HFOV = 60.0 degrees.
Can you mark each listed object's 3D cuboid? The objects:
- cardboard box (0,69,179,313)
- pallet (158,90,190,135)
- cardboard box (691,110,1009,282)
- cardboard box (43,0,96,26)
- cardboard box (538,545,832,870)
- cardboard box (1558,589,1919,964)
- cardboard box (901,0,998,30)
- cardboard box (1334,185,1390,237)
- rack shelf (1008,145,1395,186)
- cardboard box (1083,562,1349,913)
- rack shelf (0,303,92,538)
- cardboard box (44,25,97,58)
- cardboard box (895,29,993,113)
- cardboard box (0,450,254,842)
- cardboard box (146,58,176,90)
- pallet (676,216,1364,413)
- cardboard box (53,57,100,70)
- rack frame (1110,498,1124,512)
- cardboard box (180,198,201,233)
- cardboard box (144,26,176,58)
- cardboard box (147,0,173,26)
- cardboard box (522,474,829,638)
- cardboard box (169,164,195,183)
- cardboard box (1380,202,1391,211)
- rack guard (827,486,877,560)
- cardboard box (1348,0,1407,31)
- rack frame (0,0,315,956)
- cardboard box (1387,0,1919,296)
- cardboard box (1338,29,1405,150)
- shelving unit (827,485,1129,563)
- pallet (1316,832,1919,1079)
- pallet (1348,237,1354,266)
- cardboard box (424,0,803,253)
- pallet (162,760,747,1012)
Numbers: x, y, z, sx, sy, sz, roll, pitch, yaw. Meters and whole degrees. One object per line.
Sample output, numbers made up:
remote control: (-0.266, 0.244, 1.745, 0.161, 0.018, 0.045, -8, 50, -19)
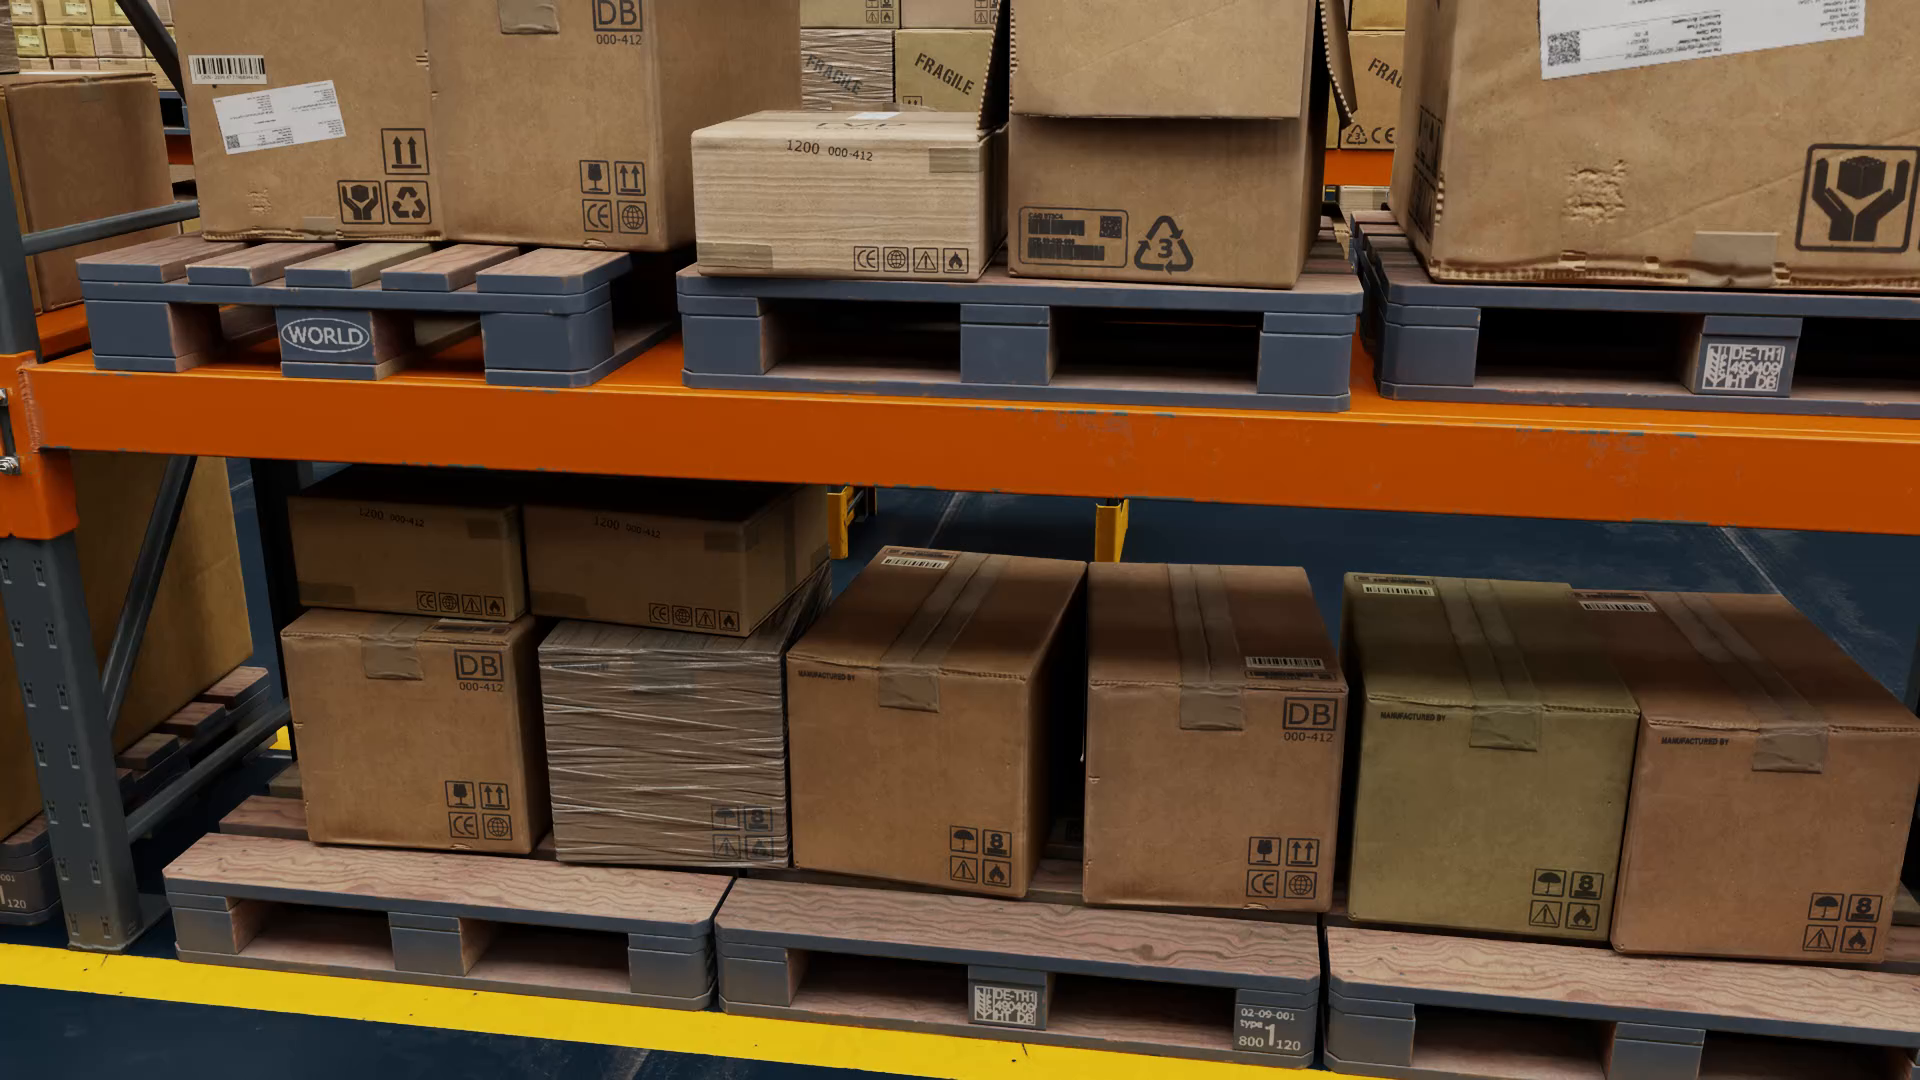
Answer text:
cardboard box: (-2.239, -0.837, 3.921, 0.500, 0.500, 0.500, 3, 19, 10)
pallet: (-4.134, -2.255, 8.619, 1.213, 0.211, 1.003, 3, 19, 9)
cardboard box: (-0.184, -0.652, 3.099, 0.500, 0.250, 0.500, 2, 19, 7)
cardboard box: (-4.273, -2.617, 8.192, 0.250, 0.149, 0.380, 3, 19, 10)
cardboard box: (-0.588, 0.348, 3.782, 0.500, 0.500, 0.700, 1, 19, 4)
cardboard box: (1.544, 0.460, 3.447, 0.500, 0.500, 0.700, 1, 19, 4)
cardboard box: (0.026, -2.700, 7.912, 0.500, 0.500, 0.700, 3, 19, 8)
cardboard box: (3.201, -2.562, 12.713, 0.625, 0.372, 0.950, 3, 19, 9)
rack shelf: (1.059, -1.787, 8.051, 4.000, 0.370, 1.077, 3, 19, 9)
cardboard box: (0.524, 0.402, 3.620, 0.500, 0.500, 0.700, 1, 19, 4)
rack shelf: (-3.777, -0.440, 4.024, 4.000, 0.370, 1.077, 3, 19, 9)
cardboard box: (-4.293, -2.475, 8.238, 0.250, 0.149, 0.380, 3, 19, 8)
cardboard box: (-0.013, -2.145, 7.828, 0.500, 0.500, 0.500, 3, 19, 8)
cardboard box: (-2.480, 0.087, 4.003, 0.875, 0.875, 1.225, 2, 19, 6)
cardboard box: (-3.781, -2.308, 8.207, 0.250, 0.149, 0.380, 3, 19, 9)
pallet: (0.159, -0.502, 3.380, 1.213, 0.211, 1.003, 3, 19, 9)
cardboard box: (-4.274, -2.334, 8.287, 0.250, 0.149, 0.380, 3, 19, 10)
rack frame: (0.586, -0.681, 5.976, 0.032, 1.500, 0.500, 3, 19, 9)
cardboard box: (-3.651, -1.654, 8.614, 0.500, 0.250, 0.500, 3, 19, 10)
cardboard box: (-3.781, -2.449, 8.161, 0.250, 0.149, 0.380, 2, 19, 6)
cardboard box: (-3.774, -2.589, 8.111, 0.250, 0.149, 0.380, 3, 19, 8)
cardboard box: (-0.611, -0.011, 3.674, 0.500, 0.250, 0.500, 5, 19, 15)
cardboard box: (-6.557, -3.126, 14.296, 0.875, 0.438, 0.875, 3, 19, 10)
cardboard box: (2.406, -1.163, 7.936, 0.750, 0.750, 1.050, 3, 19, 8)
rack guard: (-0.416, -0.140, 6.327, 0.087, 0.250, 0.587, 3, 19, 9)
cardboard box: (2.034, -2.598, 7.606, 0.500, 0.500, 0.700, 3, 19, 8)
rack frame: (-1.802, -0.680, 3.609, 0.127, 3.000, 1.000, 3, 19, 9)
cardboard box: (1.385, -1.046, 3.096, 1.000, 1.000, 1.000, 3, 19, 9)
cardboard box: (1.977, -2.043, 7.524, 0.500, 0.500, 0.500, 3, 19, 8)
shelving unit: (0.075, -0.707, 6.054, 1.083, 1.500, 0.587, 3, 19, 9)
pallet: (1.378, 0.805, 3.565, 1.213, 0.211, 1.003, 3, 19, 9)
pallet: (2.950, -2.300, 12.844, 1.213, 0.211, 1.003, 3, 19, 9)
cardboard box: (-0.696, -0.915, 3.492, 0.500, 0.500, 0.700, 6, 19, 17)
pallet: (-1.031, 0.682, 3.932, 1.213, 0.211, 1.003, 3, 19, 9)
